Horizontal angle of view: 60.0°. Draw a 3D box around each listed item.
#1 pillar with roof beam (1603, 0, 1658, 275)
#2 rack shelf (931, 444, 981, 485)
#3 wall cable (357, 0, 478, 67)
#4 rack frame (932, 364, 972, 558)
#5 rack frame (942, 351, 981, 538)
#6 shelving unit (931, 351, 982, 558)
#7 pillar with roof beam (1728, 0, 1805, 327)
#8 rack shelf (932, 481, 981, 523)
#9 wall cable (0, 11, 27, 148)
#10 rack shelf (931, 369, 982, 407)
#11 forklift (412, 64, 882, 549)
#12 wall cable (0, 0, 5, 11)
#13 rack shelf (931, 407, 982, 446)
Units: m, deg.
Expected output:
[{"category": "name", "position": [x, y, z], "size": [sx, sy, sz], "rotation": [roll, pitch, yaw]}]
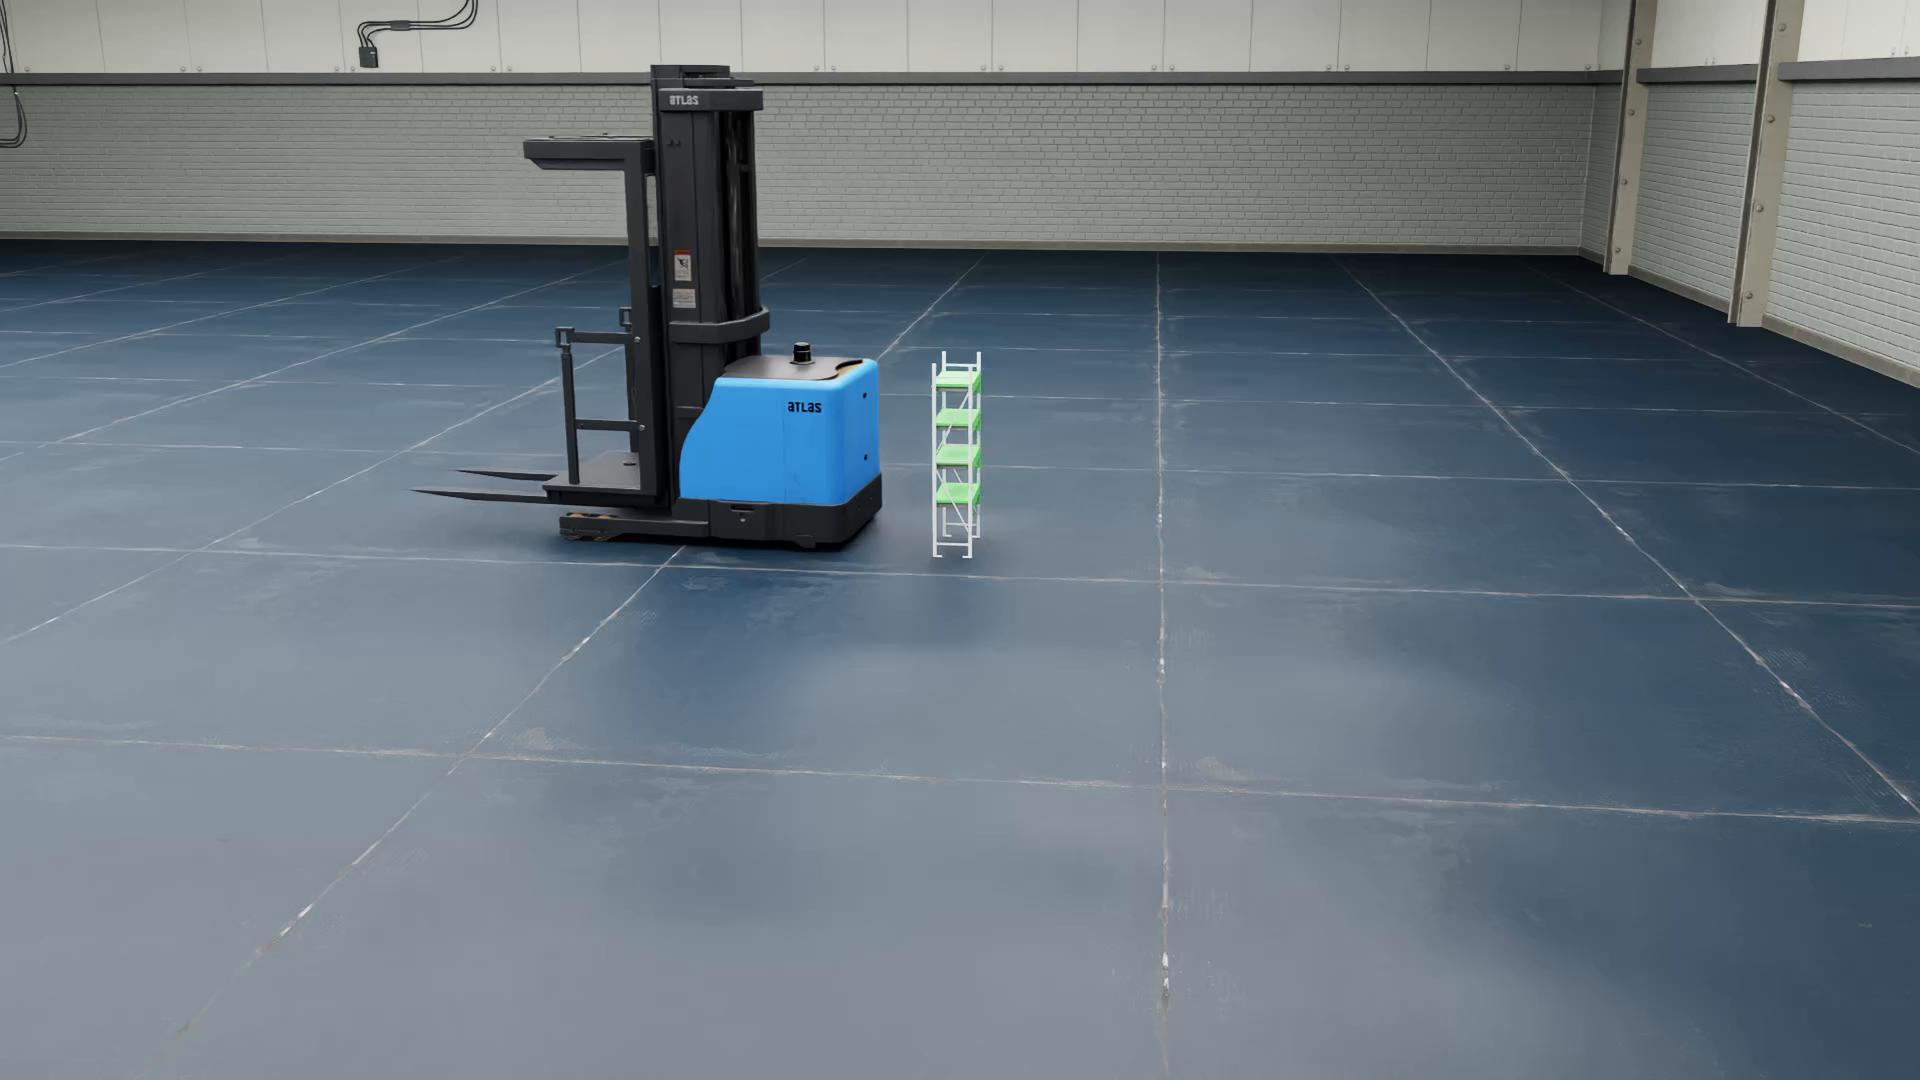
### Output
[{"category": "pillar with roof beam", "position": [6.073, -8.680, 25.521], "size": [9.100, 9.000, 0.400], "rotation": [2, 15, 6]}, {"category": "rack shelf", "position": [-0.019, -0.475, 10.363], "size": [0.258, 0.148, 0.480], "rotation": [2, 15, 6]}, {"category": "wall cable", "position": [-9.871, -11.564, 29.672], "size": [2.305, 6.003, 0.169], "rotation": [2, 15, 6]}, {"category": "rack frame", "position": [-0.046, -0.473, 10.113], "size": [0.240, 1.200, 0.015], "rotation": [2, 15, 6]}, {"category": "rack frame", "position": [0.009, -0.600, 10.581], "size": [0.240, 1.200, 0.015], "rotation": [2, 15, 6]}, {"category": "shelving unit", "position": [-0.019, -0.536, 10.347], "size": [0.258, 1.200, 0.503], "rotation": [2, 15, 6]}, {"category": "pillar with roof beam", "position": [5.396, -7.123, 19.766], "size": [9.100, 9.000, 0.400], "rotation": [2, 15, 6]}, {"category": "rack shelf", "position": [-0.019, -0.243, 10.426], "size": [0.258, 0.148, 0.480], "rotation": [2, 15, 6]}, {"category": "wall cable", "position": [-19.302, -8.707, 31.571], "size": [3.097, 2.526, 0.112], "rotation": [2, 15, 6]}, {"category": "rack shelf", "position": [-0.019, -0.938, 10.238], "size": [0.258, 0.148, 0.480], "rotation": [2, 15, 6]}, {"category": "forklift", "position": [-2.096, -1.537, 10.730], "size": [3.031, 2.935, 1.130], "rotation": [3, 15, 12]}, {"category": "wall cable", "position": [-16.614, -11.065, 30.617], "size": [3.097, 2.526, 0.112], "rotation": [2, 15, 6]}, {"category": "rack shelf", "position": [-0.019, -0.706, 10.301], "size": [0.258, 0.148, 0.480], "rotation": [2, 15, 6]}]
